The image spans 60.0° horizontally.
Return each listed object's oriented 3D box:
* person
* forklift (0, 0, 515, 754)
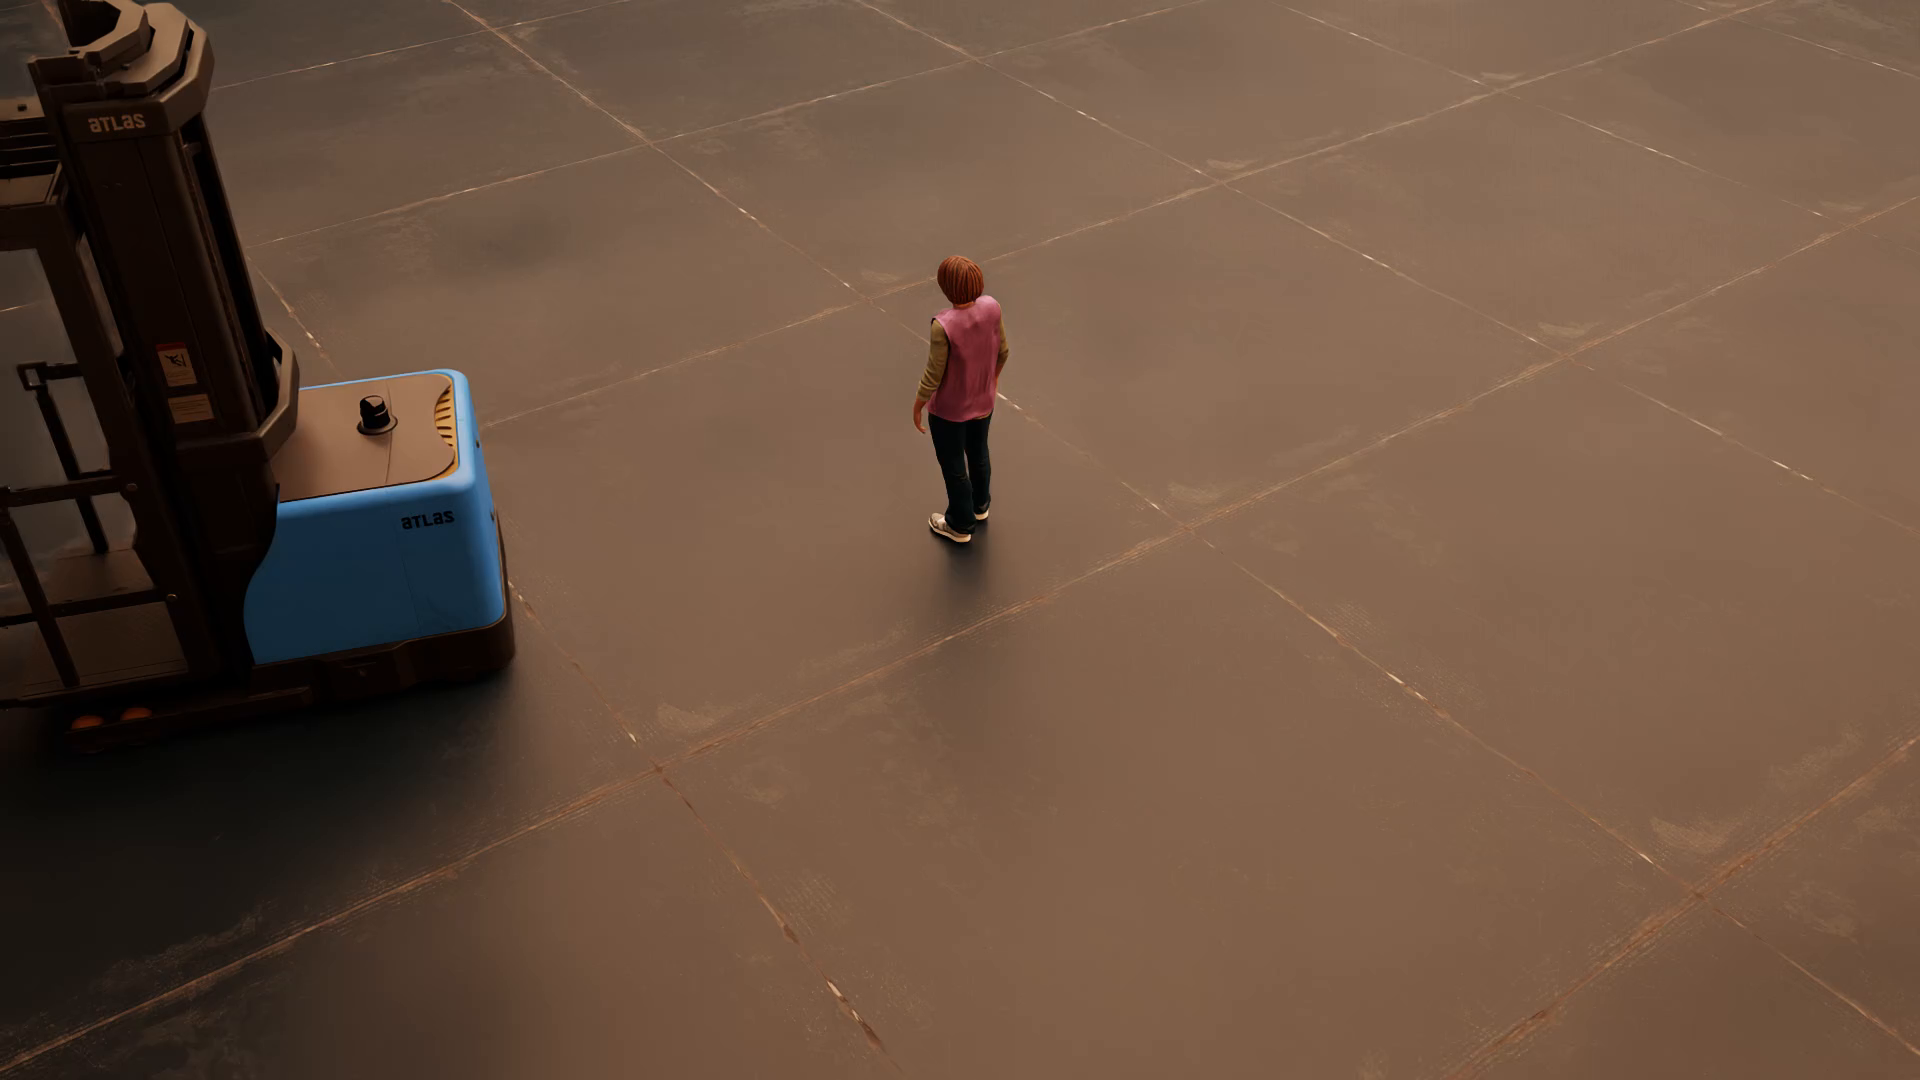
[{"bbox_3d":[-0.032,-0.689,7.986,0.520,1.599,0.473,-23,42,-28],"label":"person"},{"bbox_3d":[-3.607,-0.609,6.768,3.031,2.935,1.130,-10,38,-13],"label":"forklift"}]
